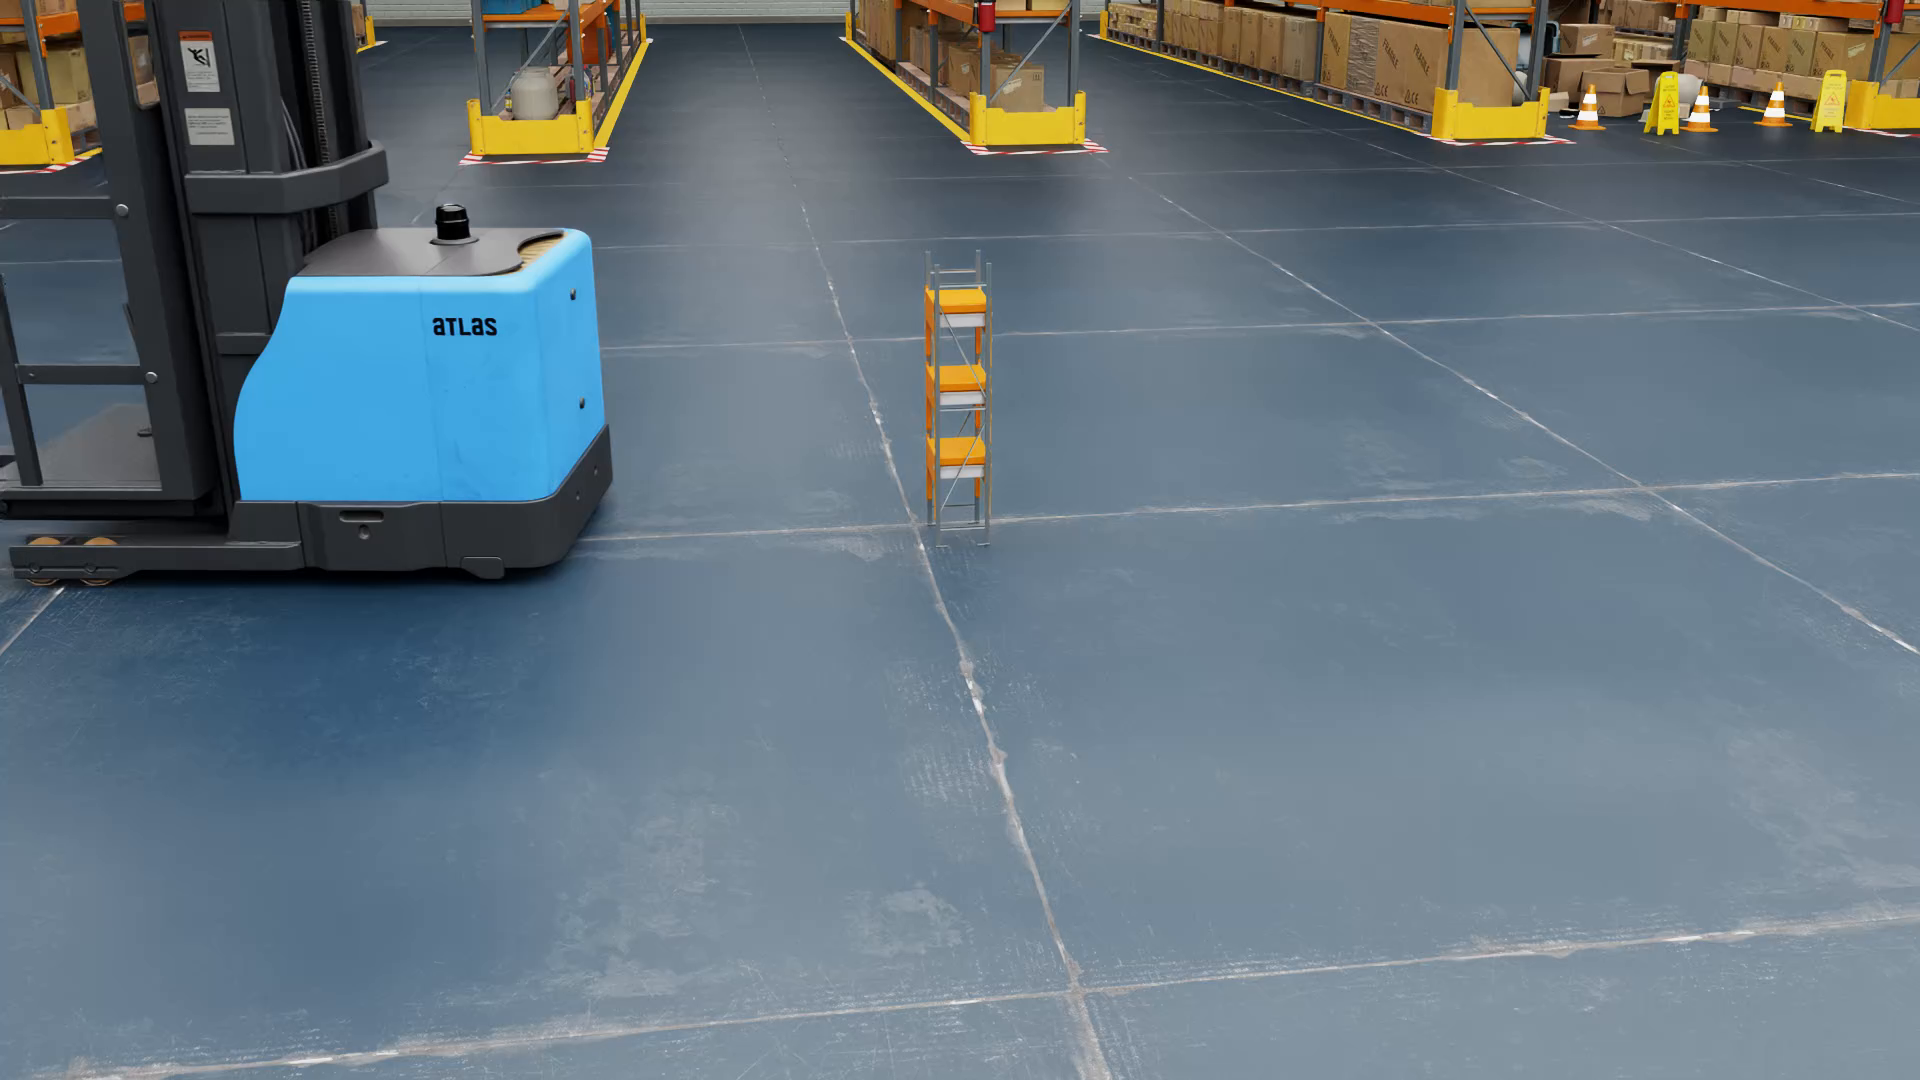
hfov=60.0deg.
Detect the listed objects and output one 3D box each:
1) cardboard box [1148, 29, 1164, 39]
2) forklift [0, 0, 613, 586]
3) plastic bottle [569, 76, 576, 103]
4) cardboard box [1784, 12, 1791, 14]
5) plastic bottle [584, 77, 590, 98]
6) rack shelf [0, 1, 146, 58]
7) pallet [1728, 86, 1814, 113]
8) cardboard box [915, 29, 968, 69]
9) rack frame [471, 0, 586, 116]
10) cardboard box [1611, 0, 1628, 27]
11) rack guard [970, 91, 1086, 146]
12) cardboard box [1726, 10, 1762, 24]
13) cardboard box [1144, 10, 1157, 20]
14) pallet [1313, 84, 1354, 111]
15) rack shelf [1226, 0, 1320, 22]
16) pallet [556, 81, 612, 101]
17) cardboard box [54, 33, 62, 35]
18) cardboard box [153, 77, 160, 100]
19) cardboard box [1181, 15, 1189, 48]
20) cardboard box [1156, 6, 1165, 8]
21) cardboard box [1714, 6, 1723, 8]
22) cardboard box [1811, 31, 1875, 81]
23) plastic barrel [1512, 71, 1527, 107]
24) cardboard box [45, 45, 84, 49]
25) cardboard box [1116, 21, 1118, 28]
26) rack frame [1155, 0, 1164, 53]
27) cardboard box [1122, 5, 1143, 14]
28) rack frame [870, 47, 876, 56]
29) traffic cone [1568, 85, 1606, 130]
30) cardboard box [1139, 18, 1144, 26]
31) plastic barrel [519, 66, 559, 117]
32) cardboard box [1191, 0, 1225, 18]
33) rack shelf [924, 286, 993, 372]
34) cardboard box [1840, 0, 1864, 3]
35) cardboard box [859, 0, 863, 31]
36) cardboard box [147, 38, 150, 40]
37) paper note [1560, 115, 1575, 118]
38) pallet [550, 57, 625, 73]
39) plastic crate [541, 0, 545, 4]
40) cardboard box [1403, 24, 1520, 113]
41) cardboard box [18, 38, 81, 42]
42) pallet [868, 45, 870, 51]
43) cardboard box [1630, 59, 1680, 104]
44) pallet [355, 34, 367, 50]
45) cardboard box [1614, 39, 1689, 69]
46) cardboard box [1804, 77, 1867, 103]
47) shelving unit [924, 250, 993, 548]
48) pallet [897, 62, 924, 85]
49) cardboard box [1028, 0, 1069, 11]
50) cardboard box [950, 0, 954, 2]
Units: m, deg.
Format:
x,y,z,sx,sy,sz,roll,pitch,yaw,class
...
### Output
x,y,z,sx,sy,sz,roll,pitch,yaw,class
3.506,-8.857,29.117,0.380,0.149,0.250,-3,21,-7,cardboard box
-2.905,-1.397,5.767,3.031,2.935,1.130,0,20,1,forklift
-4.404,-5.127,18.910,0.061,0.283,0.133,-3,21,-8,plastic bottle
13.892,-8.796,27.526,0.380,0.149,0.250,-2,21,-6,cardboard box
-4.299,-5.129,18.927,0.152,0.276,0.135,-3,21,-7,plastic bottle
-9.385,-5.364,17.320,1.077,0.370,4.000,-3,21,-8,rack shelf
10.248,-5.432,20.457,1.003,0.211,1.213,-3,21,-8,pallet
-0.237,-6.890,23.320,0.700,0.500,0.500,-5,21,-12,cardboard box
-4.194,-5.257,16.006,1.000,3.000,0.127,-3,21,-8,rack frame
13.198,-10.310,32.505,0.700,0.500,0.500,-2,21,-6,cardboard box
0.696,-4.363,17.182,1.175,0.500,0.348,-3,21,-8,rack guard
9.789,-6.514,20.700,0.380,0.149,0.250,-2,21,-6,cardboard box
3.472,-9.300,29.452,0.380,0.149,0.250,-3,21,-8,cardboard box
5.085,-5.534,20.731,1.003,0.211,1.213,-3,21,-8,pallet
4.765,-7.463,22.938,1.077,0.370,4.000,-3,21,-8,rack shelf
-4.922,-5.606,20.924,1.003,0.211,1.213,-3,21,-8,pallet
-16.032,-8.913,28.765,0.700,0.500,0.500,-3,21,-8,cardboard box
-9.390,-5.153,19.055,0.500,0.250,0.500,-3,21,-8,cardboard box
3.911,-8.270,27.044,0.500,0.500,0.500,-3,21,-7,cardboard box
3.790,-9.779,30.734,0.380,0.149,0.250,-4,21,-10,cardboard box
13.600,-9.514,29.446,0.380,0.149,0.250,-3,21,-9,cardboard box
10.140,-5.531,18.997,0.500,0.500,0.500,-3,21,-7,cardboard box
6.735,-5.585,20.565,0.512,0.421,0.421,12,24,30,plastic barrel
-9.112,-4.811,17.069,0.500,0.500,0.500,-3,21,-8,cardboard box
3.201,-9.839,31.747,0.380,0.149,0.250,-3,21,-8,cardboard box
3.900,-9.877,28.375,1.000,3.000,0.127,-3,21,-8,rack frame
3.249,-9.939,31.163,0.380,0.149,0.250,-4,21,-10,cardboard box
-1.023,-9.662,27.799,1.000,3.000,0.127,-3,21,-8,rack frame
6.958,-4.790,18.378,0.336,0.463,0.334,-3,21,-8,traffic cone
3.437,-9.335,29.971,0.380,0.149,0.250,-2,21,-6,cardboard box
-4.437,-4.686,17.432,0.421,0.512,0.421,0,20,0,plastic barrel
3.977,-8.444,26.438,0.500,0.250,0.500,-2,21,-6,cardboard box
-0.008,-0.766,5.986,0.215,0.259,0.240,-3,21,-8,rack shelf
10.102,-6.090,18.594,0.380,0.149,0.250,-3,21,-8,cardboard box
-1.428,-10.031,31.222,0.875,0.875,0.875,-3,21,-8,cardboard box
-10.235,-6.218,21.105,0.500,0.311,0.500,-3,21,-8,cardboard box
7.090,-4.945,19.415,0.144,0.017,0.142,4,21,11,paper note
-5.502,-6.992,24.635,1.003,0.211,1.213,-3,21,-8,pallet
-4.854,-6.059,18.454,0.450,0.188,0.662,-3,21,-8,plastic crate
5.467,-5.155,18.168,0.875,0.875,0.875,-3,21,-7,cardboard box
-9.772,-5.131,17.925,0.500,0.500,0.500,-3,21,-8,cardboard box
-1.055,-8.623,29.002,1.003,0.211,1.213,-3,21,-8,pallet
8.745,-5.783,20.981,0.500,0.500,0.500,12,24,29,cardboard box
-11.276,-8.940,29.851,1.003,0.211,1.213,-3,21,-8,pallet
9.752,-6.788,23.259,0.950,0.372,0.625,-2,21,-4,cardboard box
10.127,-5.190,19.156,0.500,0.250,0.500,-3,21,-8,cardboard box
-0.008,-0.510,6.082,0.215,1.050,0.252,-3,21,-8,shelving unit
-0.335,-6.700,23.854,1.003,0.211,1.213,-3,21,-8,pallet
0.902,-5.500,17.015,0.380,0.149,0.250,-3,21,-8,cardboard box
0.093,-6.166,18.798,0.380,0.149,0.250,-3,21,-8,cardboard box
